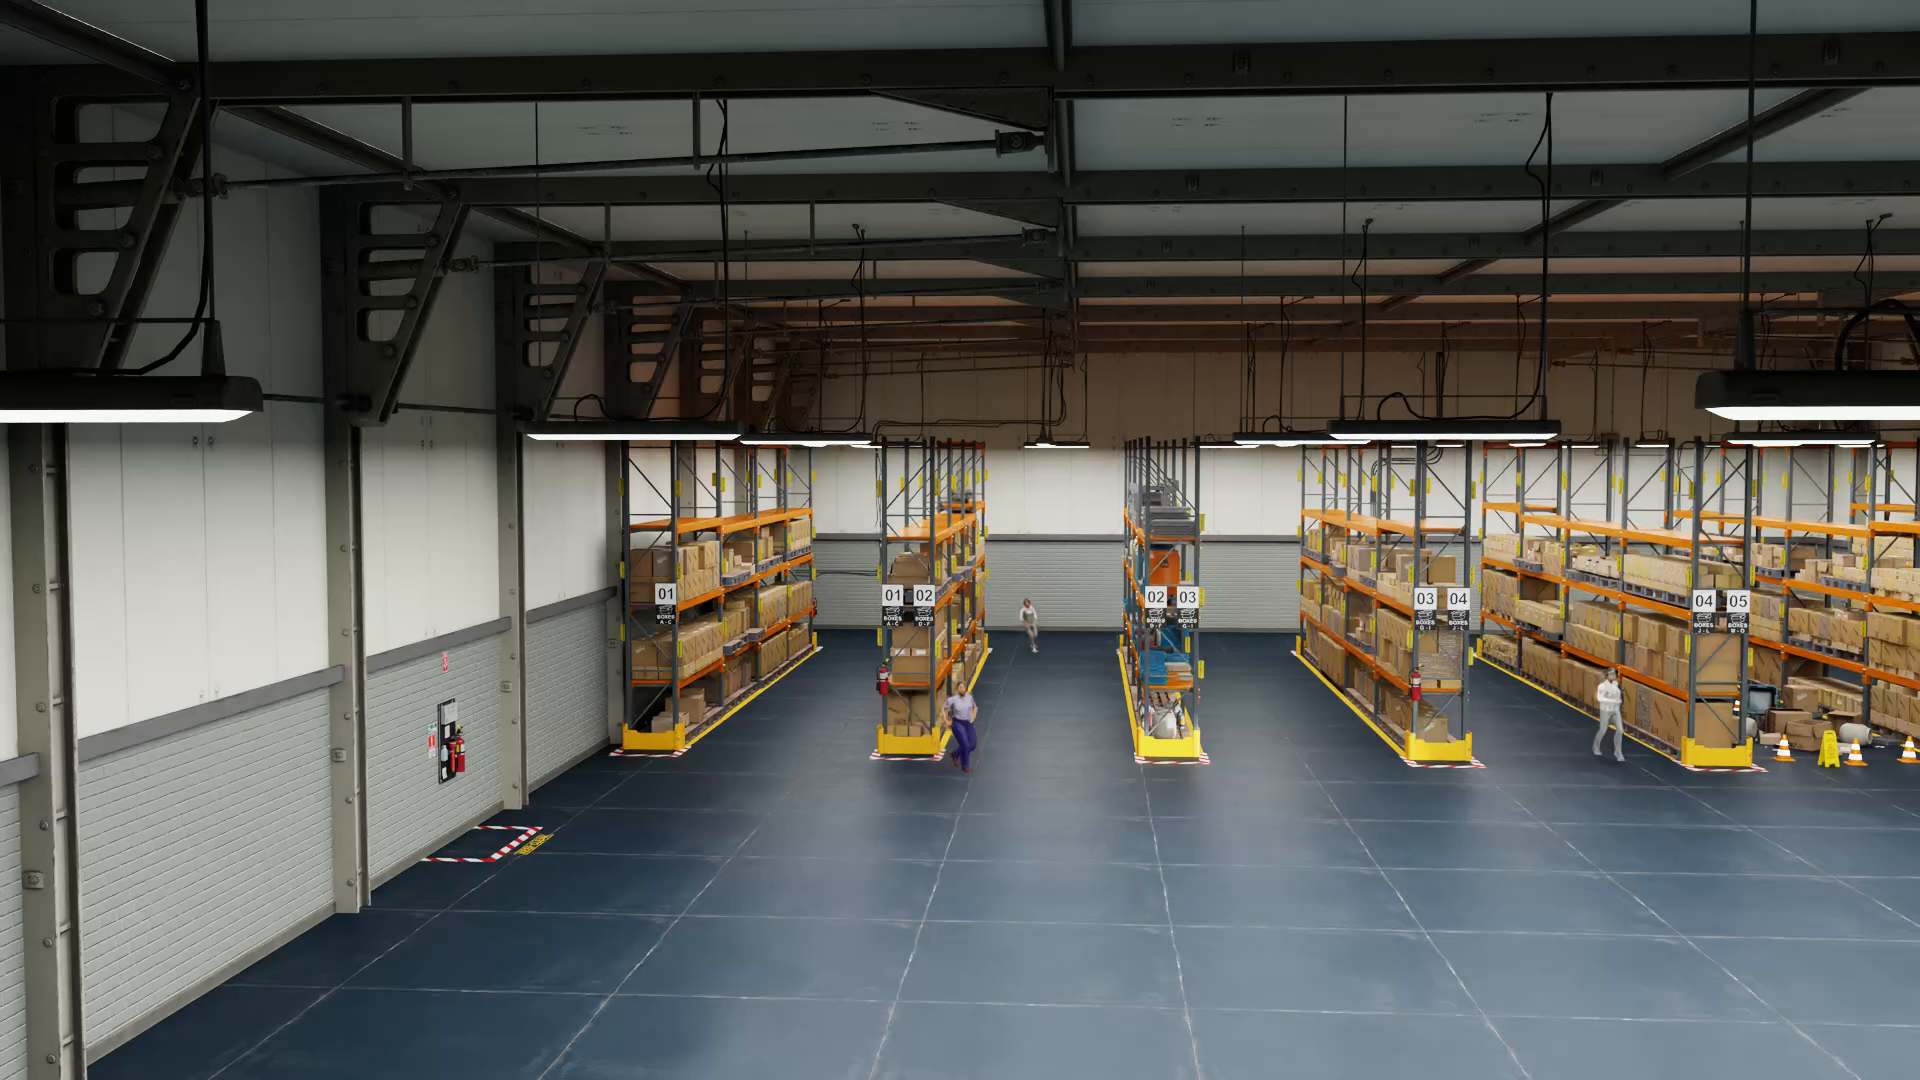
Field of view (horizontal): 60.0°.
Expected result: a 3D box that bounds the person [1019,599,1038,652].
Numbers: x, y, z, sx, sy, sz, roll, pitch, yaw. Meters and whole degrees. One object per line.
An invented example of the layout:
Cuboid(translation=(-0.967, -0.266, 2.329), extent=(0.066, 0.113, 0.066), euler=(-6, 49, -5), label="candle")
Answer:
Cuboid(translation=(1.967, 2.432, 47.196), extent=(0.594, 1.525, 0.504), euler=(-1, 3, -17), label="person")

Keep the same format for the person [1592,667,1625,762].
Cuboid(translation=(12.051, 3.220, 30.896), extent=(0.604, 1.756, 0.799), euler=(-1, 3, -14), label="person")

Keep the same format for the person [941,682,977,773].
Cuboid(translation=(0.021, 3.355, 29.747), extent=(0.700, 1.620, 0.497), euler=(-2, 4, -38), label="person")
